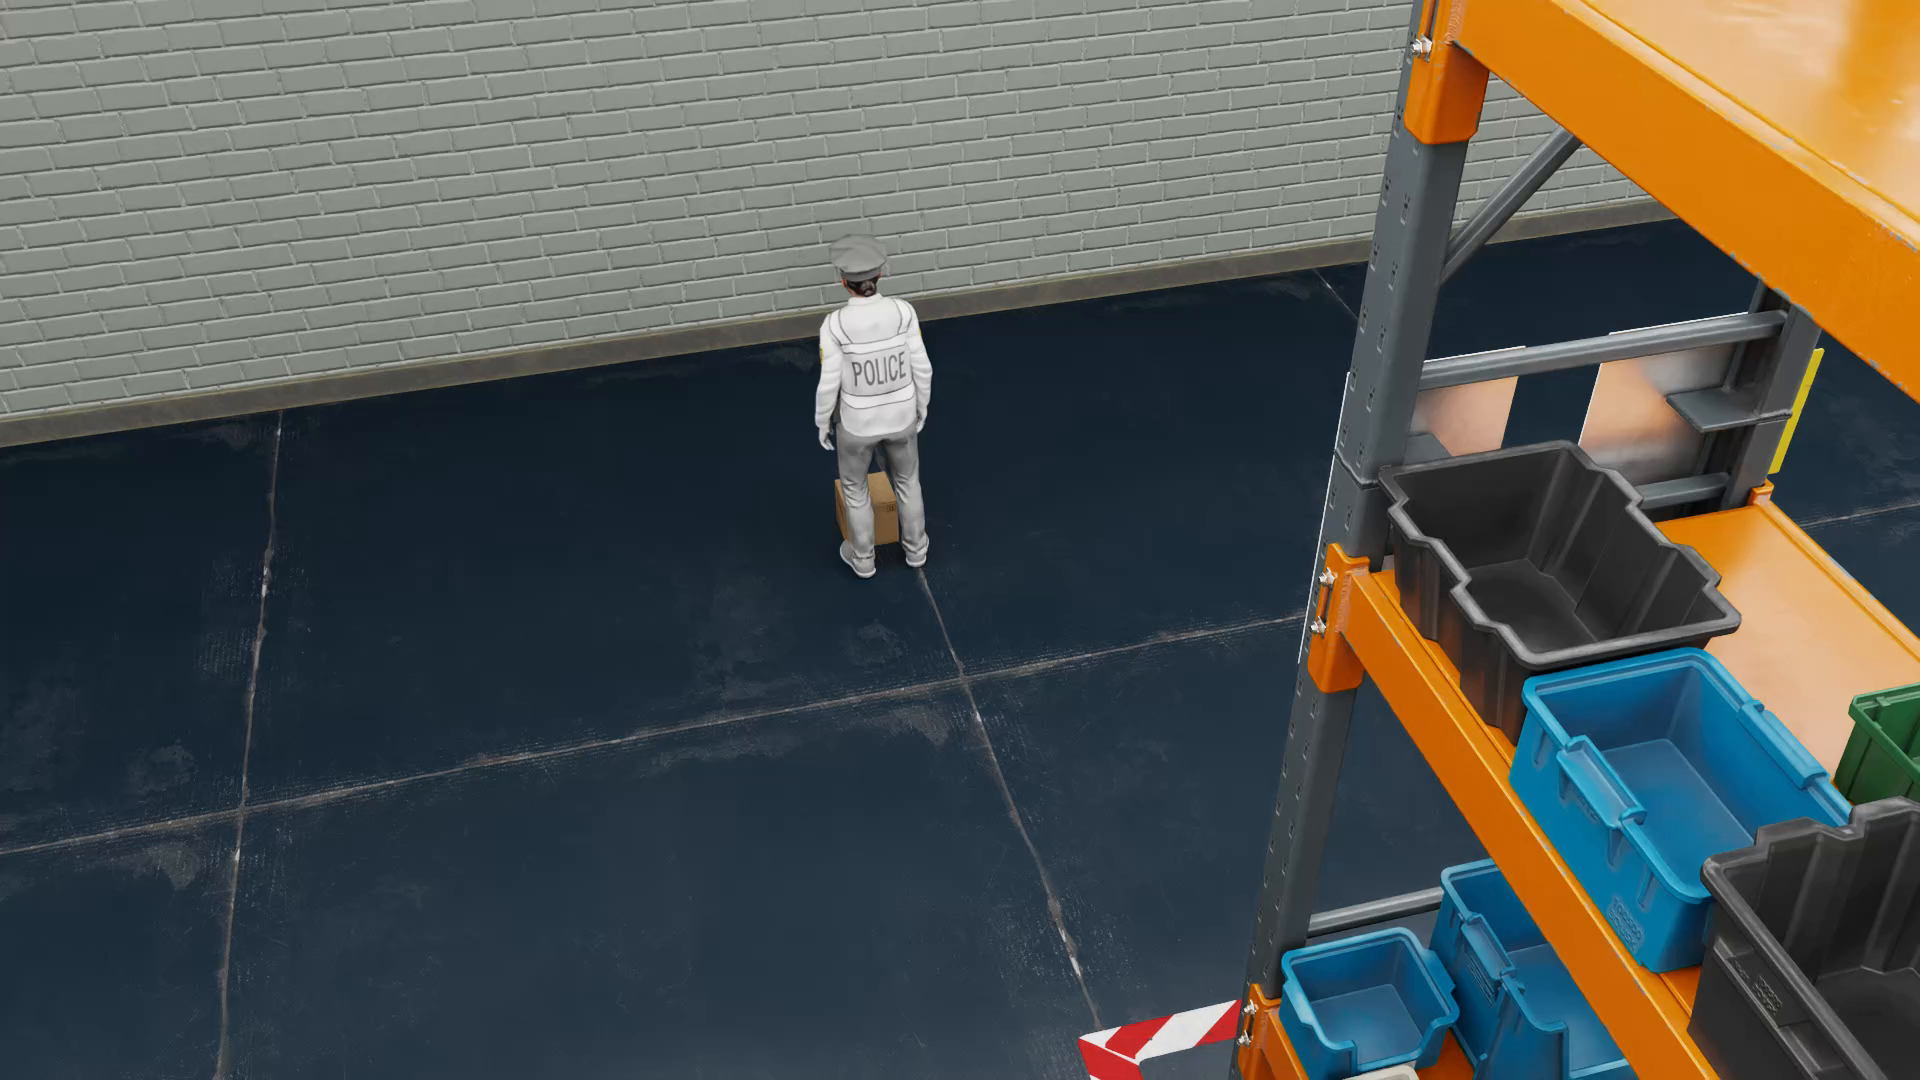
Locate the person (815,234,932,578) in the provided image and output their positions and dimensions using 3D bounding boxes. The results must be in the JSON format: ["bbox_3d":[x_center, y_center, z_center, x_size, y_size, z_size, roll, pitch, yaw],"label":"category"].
[{"bbox_3d":[-0.383,-0.548,7.403,0.539,1.661,0.374,-12,40,-14],"label":"person"}]
